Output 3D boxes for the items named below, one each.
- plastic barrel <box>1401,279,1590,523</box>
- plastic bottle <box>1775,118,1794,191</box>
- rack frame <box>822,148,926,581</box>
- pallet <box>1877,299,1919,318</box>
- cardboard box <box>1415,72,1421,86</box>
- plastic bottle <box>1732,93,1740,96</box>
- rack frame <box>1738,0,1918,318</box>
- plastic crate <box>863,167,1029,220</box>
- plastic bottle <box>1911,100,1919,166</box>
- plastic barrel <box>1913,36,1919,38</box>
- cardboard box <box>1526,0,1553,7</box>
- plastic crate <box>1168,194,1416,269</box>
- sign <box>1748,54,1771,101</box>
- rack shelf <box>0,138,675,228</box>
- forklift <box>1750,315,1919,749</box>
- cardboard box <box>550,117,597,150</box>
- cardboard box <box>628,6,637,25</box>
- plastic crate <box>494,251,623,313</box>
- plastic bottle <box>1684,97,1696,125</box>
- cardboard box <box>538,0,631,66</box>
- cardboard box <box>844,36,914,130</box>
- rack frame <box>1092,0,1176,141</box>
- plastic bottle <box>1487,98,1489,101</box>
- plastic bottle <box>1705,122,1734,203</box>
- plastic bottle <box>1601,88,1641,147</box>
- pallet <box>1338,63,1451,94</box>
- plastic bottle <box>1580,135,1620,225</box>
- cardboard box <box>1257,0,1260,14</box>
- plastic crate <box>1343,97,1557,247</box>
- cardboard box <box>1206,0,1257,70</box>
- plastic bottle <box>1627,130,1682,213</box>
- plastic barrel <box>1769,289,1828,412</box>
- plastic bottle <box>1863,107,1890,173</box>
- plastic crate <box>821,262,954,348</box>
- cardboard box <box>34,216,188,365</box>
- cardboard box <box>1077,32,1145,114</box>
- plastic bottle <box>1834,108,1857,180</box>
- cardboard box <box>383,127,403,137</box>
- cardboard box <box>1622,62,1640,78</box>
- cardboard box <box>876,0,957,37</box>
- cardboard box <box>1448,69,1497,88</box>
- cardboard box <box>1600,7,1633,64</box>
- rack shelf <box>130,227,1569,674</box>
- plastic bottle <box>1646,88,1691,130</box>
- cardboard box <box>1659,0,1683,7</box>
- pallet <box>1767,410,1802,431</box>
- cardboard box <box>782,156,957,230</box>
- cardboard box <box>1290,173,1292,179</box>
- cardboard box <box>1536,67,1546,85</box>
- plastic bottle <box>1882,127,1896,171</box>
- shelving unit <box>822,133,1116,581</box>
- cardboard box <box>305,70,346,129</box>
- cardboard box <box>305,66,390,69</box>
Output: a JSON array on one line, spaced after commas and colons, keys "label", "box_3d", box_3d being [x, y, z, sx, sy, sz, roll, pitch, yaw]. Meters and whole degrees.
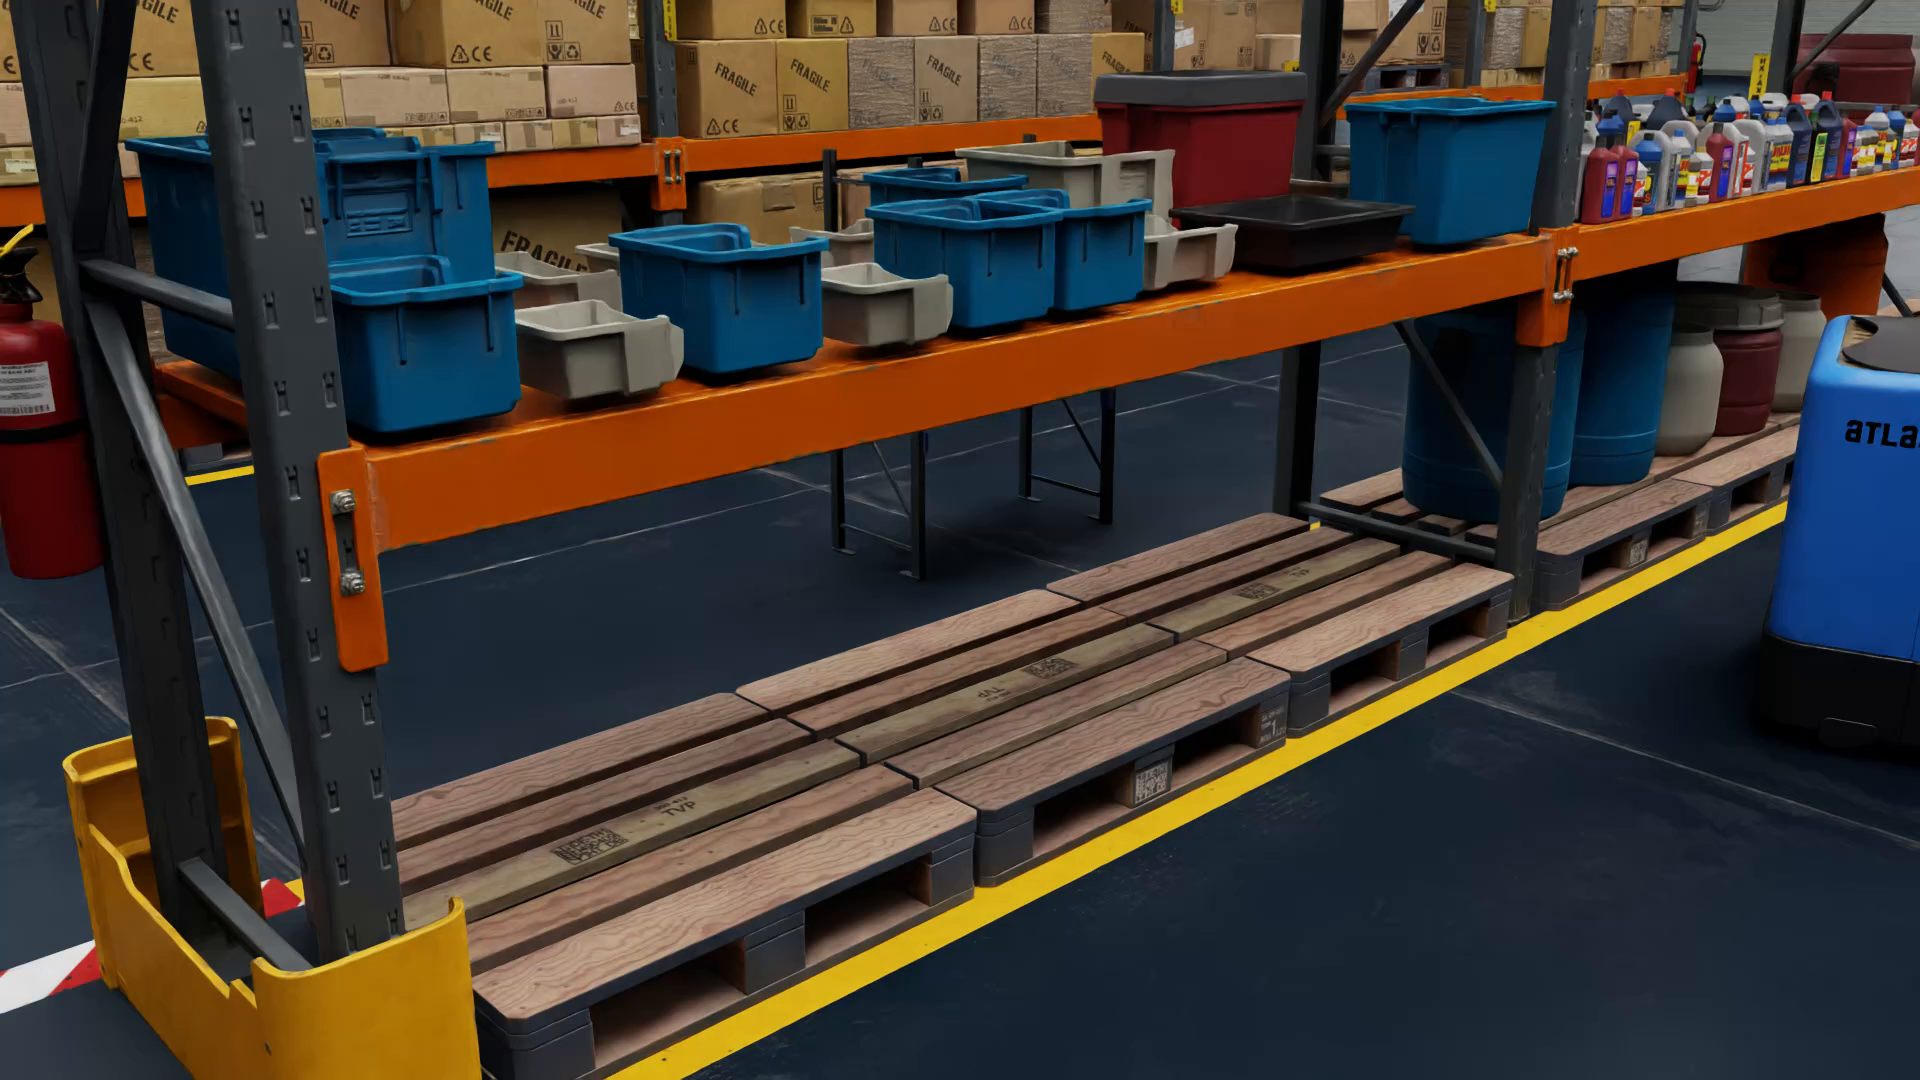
[{"label": "plastic barrel", "box_3d": [1.959, -0.573, 6.109, 0.708, 0.901, 0.600, -16, 24, -41]}, {"label": "plastic bottle", "box_3d": [3.165, -1.496, 6.443, 0.097, 0.271, 0.097, 0, 18, 0]}, {"label": "rack frame", "box_3d": [-0.307, -0.624, 5.977, 0.032, 1.500, 0.500, -16, 24, -41]}, {"label": "pallet", "box_3d": [5.934, -1.194, 9.824, 1.213, 0.211, 1.003, -16, 24, -41]}, {"label": "cardboard box", "box_3d": [3.916, -4.057, 14.541, 0.250, 0.149, 0.380, -16, 24, -41]}, {"label": "plastic bottle", "box_3d": [3.651, -1.973, 7.896, 0.133, 0.283, 0.061, -16, 24, -41]}, {"label": "rack frame", "box_3d": [4.458, -2.107, 8.121, 0.127, 3.000, 1.000, -16, 24, -41]}, {"label": "plastic crate", "box_3d": [-0.039, -0.854, 4.428, 0.300, 0.233, 0.416, -16, 24, -41]}, {"label": "plastic bottle", "box_3d": [4.289, -1.822, 7.429, 0.133, 0.283, 0.061, -16, 24, -41]}, {"label": "plastic barrel", "box_3d": [5.365, -2.516, 9.199, 0.421, 0.512, 0.421, 0, 18, 0]}, {"label": "cardboard box", "box_3d": [4.825, -4.874, 14.389, 0.500, 0.500, 0.500, -16, 24, -41]}, {"label": "plastic crate", "box_3d": [0.923, -0.860, 4.623, 0.590, 0.125, 0.437, -16, 24, -41]}, {"label": "sign", "box_3d": [4.075, -2.307, 8.471, 0.005, 0.325, 0.100, -16, 24, -41]}, {"label": "rack shelf", "box_3d": [-3.305, -1.604, 7.734, 4.000, 0.370, 1.077, -16, 24, -41]}, {"label": "forklift", "box_3d": [3.807, -0.739, 4.012, 3.031, 2.935, 1.130, 10, 20, 28]}, {"label": "cardboard box", "box_3d": [-2.035, -2.057, 8.374, 0.250, 0.149, 0.380, -16, 24, -40]}, {"label": "cardboard box", "box_3d": [-2.886, -4.341, 13.773, 0.250, 0.149, 0.380, -15, 23, -39]}, {"label": "plastic crate", "box_3d": [-0.887, -0.529, 3.582, 0.243, 0.136, 0.396, -16, 24, -41]}, {"label": "plastic bottle", "box_3d": [3.289, -1.867, 7.570, 0.133, 0.283, 0.061, -16, 24, -41]}, {"label": "cardboard box", "box_3d": [-2.002, -2.639, 8.306, 0.500, 0.500, 0.500, -15, 23, -39]}, {"label": "cardboard box", "box_3d": [-0.617, -2.671, 9.698, 0.500, 0.500, 0.500, -17, 25, -42]}, {"label": "rack frame", "box_3d": [1.055, -3.217, 11.544, 0.127, 3.000, 1.000, -16, 24, -41]}, {"label": "plastic bottle", "box_3d": [1.995, -1.504, 6.341, 0.185, 0.351, 0.144, -16, 24, -41]}, {"label": "plastic bottle", "box_3d": [2.756, -1.375, 6.050, 0.133, 0.283, 0.061, -16, 24, -41]}, {"label": "plastic bottle", "box_3d": [2.795, -1.738, 7.061, 0.185, 0.351, 0.144, -16, 24, -41]}, {"label": "pallet", "box_3d": [3.306, -3.844, 13.789, 1.213, 0.211, 1.003, -16, 24, -41]}, {"label": "plastic bottle", "box_3d": [2.111, -1.186, 5.469, 0.133, 0.283, 0.061, -16, 24, -41]}, {"label": "cardboard box", "box_3d": [3.237, -6.560, 19.862, 0.550, 0.550, 0.875, -16, 24, -41]}, {"label": "plastic crate", "box_3d": [1.447, -1.105, 4.959, 0.575, 0.384, 0.392, -16, 24, -41]}, {"label": "cardboard box", "box_3d": [1.757, -3.729, 12.279, 0.500, 0.500, 0.700, -12, 22, -33]}, {"label": "plastic bottle", "box_3d": [2.415, -1.291, 5.804, 0.135, 0.276, 0.152, -16, 24, -41]}, {"label": "plastic barrel", "box_3d": [3.765, -0.876, 7.677, 0.421, 0.512, 0.421, 0, 18, 0]}, {"label": "plastic bottle", "box_3d": [3.910, -1.713, 7.113, 0.097, 0.271, 0.097, 0, 18, 0]}, {"label": "plastic crate", "box_3d": [-0.167, -0.487, 3.453, 0.298, 0.136, 0.250, -16, 24, -41]}, {"label": "cardboard box", "box_3d": [-3.687, -1.058, 7.647, 0.875, 0.875, 0.875, -16, 24, -41]}, {"label": "cardboard box", "box_3d": [0.867, -3.105, 11.035, 0.500, 0.500, 0.500, -15, 23, -39]}, {"label": "plastic bottle", "box_3d": [3.627, -1.628, 6.833, 0.133, 0.283, 0.061, -16, 24, -41]}, {"label": "cardboard box", "box_3d": [-2.781, -1.840, 7.703, 0.250, 0.149, 0.380, -17, 24, -42]}, {"label": "cardboard box", "box_3d": [6.282, -4.519, 15.968, 0.250, 0.149, 0.380, -16, 24, -41]}, {"label": "cardboard box", "box_3d": [-0.446, -3.310, 10.041, 0.637, 0.503, 0.797, -15, 23, -39]}, {"label": "cardboard box", "box_3d": [4.324, -3.924, 14.130, 0.250, 0.149, 0.380, -16, 24, -41]}, {"label": "cardboard box", "box_3d": [5.776, -4.762, 15.664, 0.500, 0.500, 0.875, -16, 24, -41]}, {"label": "rack shelf", "box_3d": [0.098, -0.494, 4.310, 4.000, 0.370, 1.077, -16, 24, -41]}, {"label": "plastic bottle", "box_3d": [2.997, -1.732, 7.044, 0.185, 0.351, 0.144, -16, 24, -41]}, {"label": "cardboard box", "box_3d": [6.638, -5.405, 16.027, 0.500, 0.500, 0.500, -16, 24, -41]}, {"label": "pallet", "box_3d": [3.914, -0.604, 8.007, 1.213, 0.211, 1.003, -16, 24, -41]}, {"label": "cardboard box", "box_3d": [-0.751, -1.888, 10.210, 1.225, 0.875, 0.875, 17, 24, 42]}, {"label": "cardboard box", "box_3d": [2.330, -2.626, 13.060, 0.500, 0.500, 0.700, -14, 23, -36]}, {"label": "cardboard box", "box_3d": [5.063, -4.132, 14.772, 0.250, 0.149, 0.380, -16, 24, -41]}, {"label": "plastic bottle", "box_3d": [3.981, -1.700, 7.188, 0.097, 0.201, 0.097, 0, 18, 0]}, {"label": "shelving unit", "box_3d": [0.062, -0.732, 6.309, 1.048, 1.500, 0.538, -16, 24, -41]}, {"label": "cardboard box", "box_3d": [-3.107, -1.962, 7.435, 0.500, 0.250, 0.500, -17, 24, -42]}, {"label": "cardboard box", "box_3d": [-3.110, -2.184, 8.117, 0.500, 0.250, 0.500, -16, 24, -39]}]
